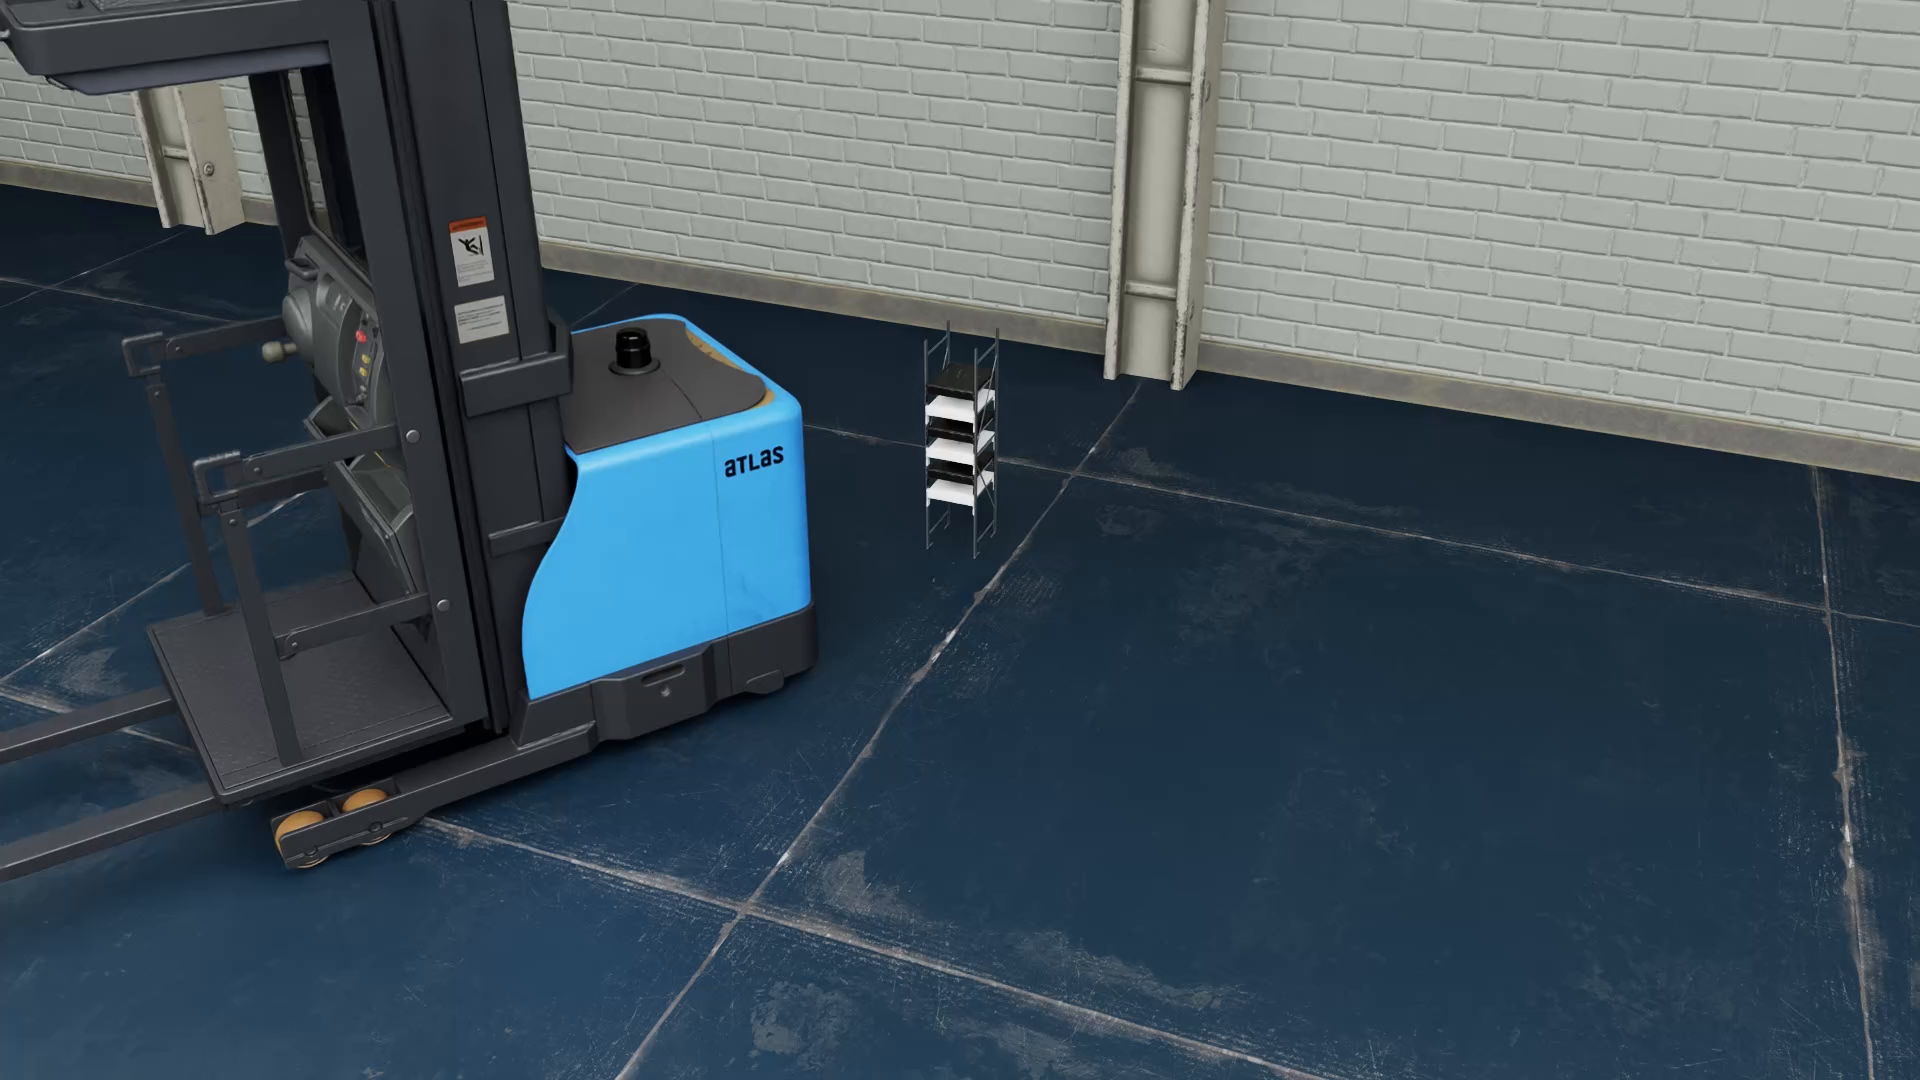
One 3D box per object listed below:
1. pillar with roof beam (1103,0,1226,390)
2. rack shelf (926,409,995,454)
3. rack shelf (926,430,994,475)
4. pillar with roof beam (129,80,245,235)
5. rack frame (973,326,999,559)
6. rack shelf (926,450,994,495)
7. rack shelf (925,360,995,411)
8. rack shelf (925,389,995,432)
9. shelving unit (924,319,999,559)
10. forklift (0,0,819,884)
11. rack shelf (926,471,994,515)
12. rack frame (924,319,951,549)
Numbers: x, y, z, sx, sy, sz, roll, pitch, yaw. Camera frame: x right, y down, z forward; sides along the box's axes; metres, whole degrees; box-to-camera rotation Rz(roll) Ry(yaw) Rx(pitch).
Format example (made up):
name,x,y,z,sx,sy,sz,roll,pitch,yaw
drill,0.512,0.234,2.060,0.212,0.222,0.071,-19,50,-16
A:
name,x,y,z,sx,sy,sz,roll,pitch,yaw
pillar with roof beam,-0.675,-2.783,2.528,0.400,9.000,9.100,11,31,19
rack shelf,0.008,-0.440,6.498,0.200,0.077,0.258,11,31,19
rack shelf,0.008,-0.361,6.542,0.200,0.077,0.258,11,31,19
pillar with roof beam,-6.235,-3.893,4.492,0.400,9.000,9.100,11,31,19
rack frame,0.102,-0.371,6.493,0.006,0.900,0.240,11,31,19
rack shelf,0.008,-0.283,6.587,0.200,0.077,0.258,11,31,19
rack shelf,0.008,-0.596,6.409,0.200,0.077,0.258,11,31,19
rack shelf,0.008,-0.518,6.454,0.200,0.077,0.258,11,31,19
shelving unit,0.008,-0.390,6.526,0.210,0.900,0.258,11,31,19
forklift,-2.010,-0.587,4.810,3.031,2.935,1.130,-18,34,-29
rack shelf,0.008,-0.205,6.631,0.200,0.077,0.258,11,31,19
rack frame,-0.087,-0.409,6.559,0.006,0.900,0.240,11,31,19
